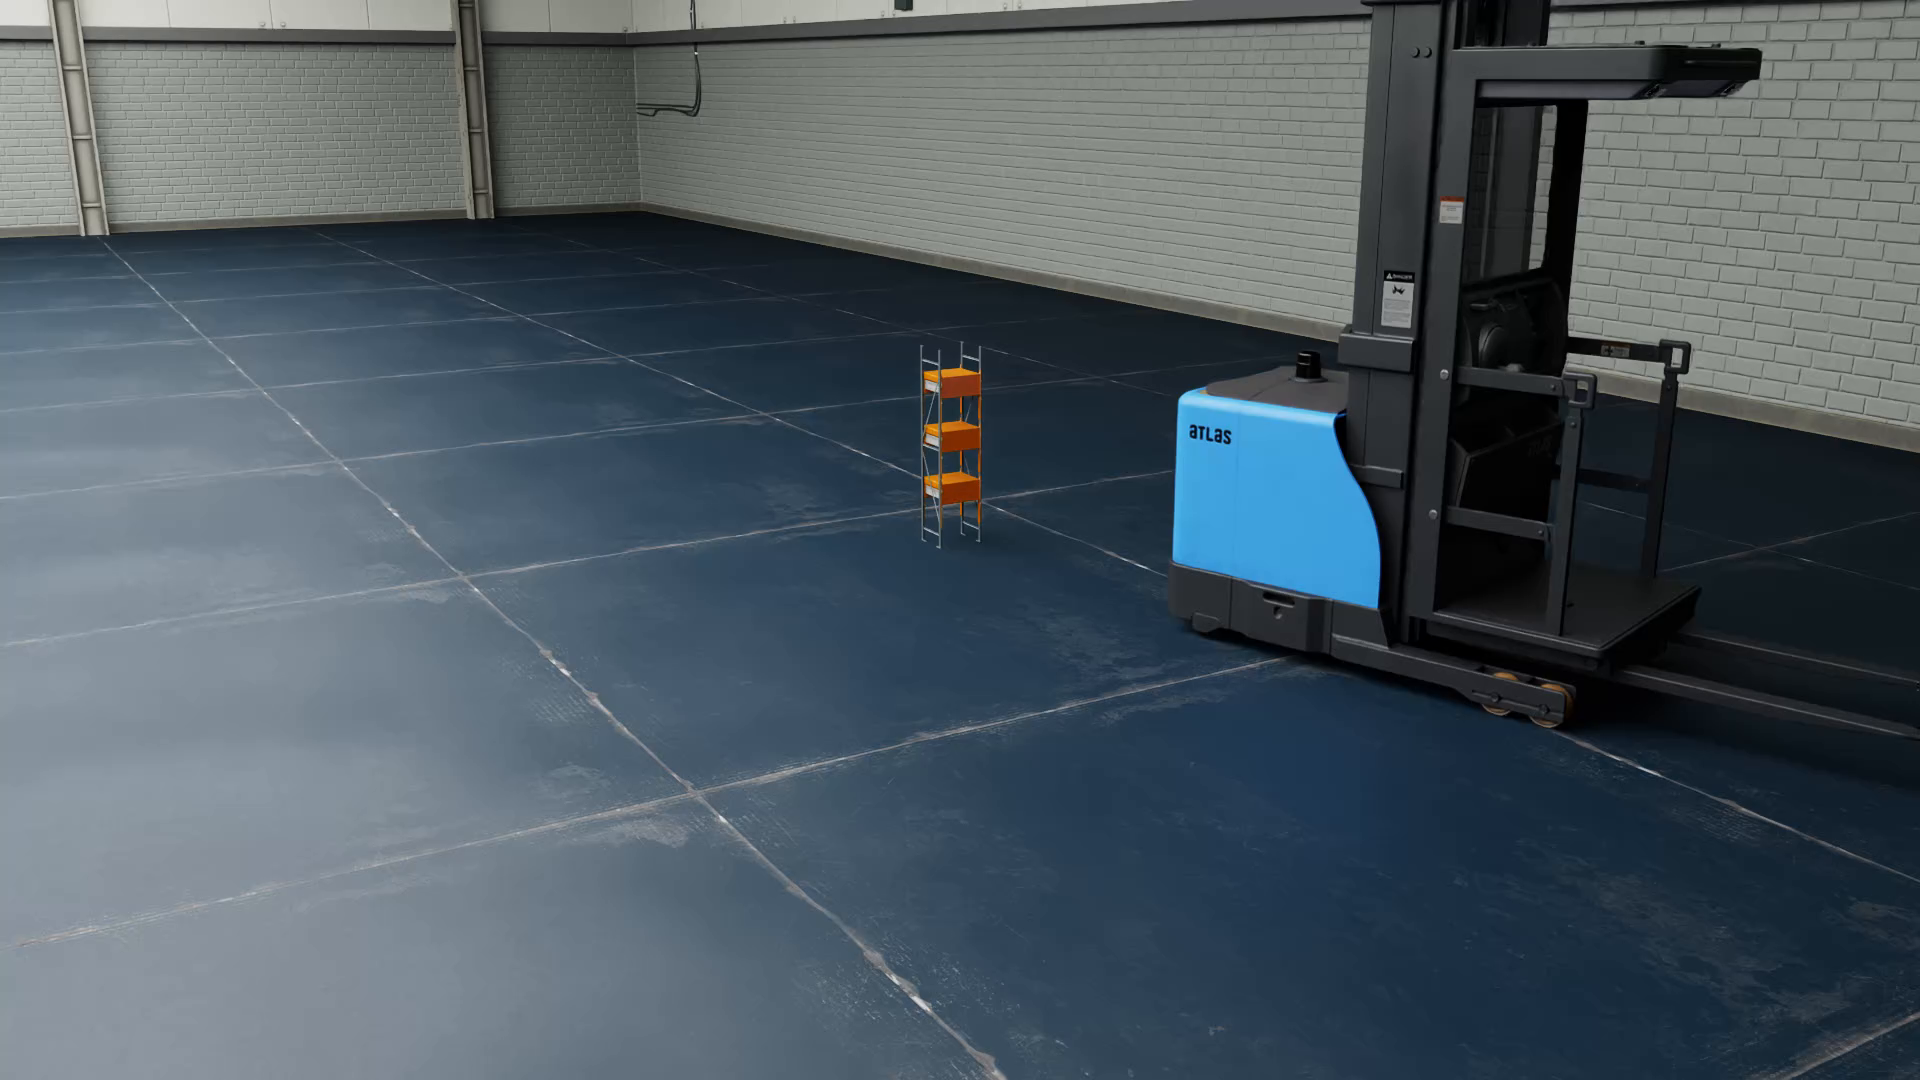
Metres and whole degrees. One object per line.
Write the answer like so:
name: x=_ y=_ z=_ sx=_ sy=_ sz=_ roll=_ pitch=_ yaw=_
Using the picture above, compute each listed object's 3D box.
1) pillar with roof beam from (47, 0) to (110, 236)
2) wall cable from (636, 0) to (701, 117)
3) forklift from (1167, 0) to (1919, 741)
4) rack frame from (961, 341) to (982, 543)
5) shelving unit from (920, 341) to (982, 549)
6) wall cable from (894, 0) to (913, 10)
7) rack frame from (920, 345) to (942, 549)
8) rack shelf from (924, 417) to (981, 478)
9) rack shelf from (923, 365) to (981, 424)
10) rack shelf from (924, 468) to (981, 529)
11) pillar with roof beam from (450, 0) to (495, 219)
pillar with roof beam: x=-11.231 y=-8.085 z=21.080 sx=0.400 sy=9.000 sz=9.100 roll=-9 pitch=18 yaw=-30
wall cable: x=-5.099 y=-8.523 z=28.397 sx=0.112 sy=2.526 sz=3.097 roll=-9 pitch=18 yaw=-30
forklift: x=2.374 y=-0.854 z=6.525 sx=3.031 sy=2.935 sz=1.130 roll=13 pitch=20 yaw=39
rack frame: x=0.059 y=-0.515 z=8.802 sx=0.008 sy=1.050 sz=0.200 roll=-9 pitch=18 yaw=-30
shelving unit: x=-0.046 y=-0.498 z=8.742 sx=0.252 sy=1.050 sz=0.215 roll=-9 pitch=18 yaw=-30
wall cable: x=-0.223 y=-9.457 z=19.675 sx=0.169 sy=6.003 sz=2.305 roll=-9 pitch=18 yaw=-30
rack frame: x=-0.150 y=-0.481 z=8.681 sx=0.008 sy=1.050 sz=0.200 roll=-9 pitch=18 yaw=-30
rack shelf: x=-0.046 y=-0.488 z=8.744 sx=0.240 sy=0.259 sz=0.215 roll=-9 pitch=18 yaw=-30
rack shelf: x=-0.046 y=-0.761 z=8.668 sx=0.240 sy=0.259 sz=0.215 roll=-9 pitch=18 yaw=-30
rack shelf: x=-0.046 y=-0.220 z=8.819 sx=0.240 sy=0.259 sz=0.215 roll=-9 pitch=18 yaw=-30
pillar with roof beam: x=-6.088 y=-8.919 z=24.055 sx=0.400 sy=9.000 sz=9.100 roll=-9 pitch=18 yaw=-30
